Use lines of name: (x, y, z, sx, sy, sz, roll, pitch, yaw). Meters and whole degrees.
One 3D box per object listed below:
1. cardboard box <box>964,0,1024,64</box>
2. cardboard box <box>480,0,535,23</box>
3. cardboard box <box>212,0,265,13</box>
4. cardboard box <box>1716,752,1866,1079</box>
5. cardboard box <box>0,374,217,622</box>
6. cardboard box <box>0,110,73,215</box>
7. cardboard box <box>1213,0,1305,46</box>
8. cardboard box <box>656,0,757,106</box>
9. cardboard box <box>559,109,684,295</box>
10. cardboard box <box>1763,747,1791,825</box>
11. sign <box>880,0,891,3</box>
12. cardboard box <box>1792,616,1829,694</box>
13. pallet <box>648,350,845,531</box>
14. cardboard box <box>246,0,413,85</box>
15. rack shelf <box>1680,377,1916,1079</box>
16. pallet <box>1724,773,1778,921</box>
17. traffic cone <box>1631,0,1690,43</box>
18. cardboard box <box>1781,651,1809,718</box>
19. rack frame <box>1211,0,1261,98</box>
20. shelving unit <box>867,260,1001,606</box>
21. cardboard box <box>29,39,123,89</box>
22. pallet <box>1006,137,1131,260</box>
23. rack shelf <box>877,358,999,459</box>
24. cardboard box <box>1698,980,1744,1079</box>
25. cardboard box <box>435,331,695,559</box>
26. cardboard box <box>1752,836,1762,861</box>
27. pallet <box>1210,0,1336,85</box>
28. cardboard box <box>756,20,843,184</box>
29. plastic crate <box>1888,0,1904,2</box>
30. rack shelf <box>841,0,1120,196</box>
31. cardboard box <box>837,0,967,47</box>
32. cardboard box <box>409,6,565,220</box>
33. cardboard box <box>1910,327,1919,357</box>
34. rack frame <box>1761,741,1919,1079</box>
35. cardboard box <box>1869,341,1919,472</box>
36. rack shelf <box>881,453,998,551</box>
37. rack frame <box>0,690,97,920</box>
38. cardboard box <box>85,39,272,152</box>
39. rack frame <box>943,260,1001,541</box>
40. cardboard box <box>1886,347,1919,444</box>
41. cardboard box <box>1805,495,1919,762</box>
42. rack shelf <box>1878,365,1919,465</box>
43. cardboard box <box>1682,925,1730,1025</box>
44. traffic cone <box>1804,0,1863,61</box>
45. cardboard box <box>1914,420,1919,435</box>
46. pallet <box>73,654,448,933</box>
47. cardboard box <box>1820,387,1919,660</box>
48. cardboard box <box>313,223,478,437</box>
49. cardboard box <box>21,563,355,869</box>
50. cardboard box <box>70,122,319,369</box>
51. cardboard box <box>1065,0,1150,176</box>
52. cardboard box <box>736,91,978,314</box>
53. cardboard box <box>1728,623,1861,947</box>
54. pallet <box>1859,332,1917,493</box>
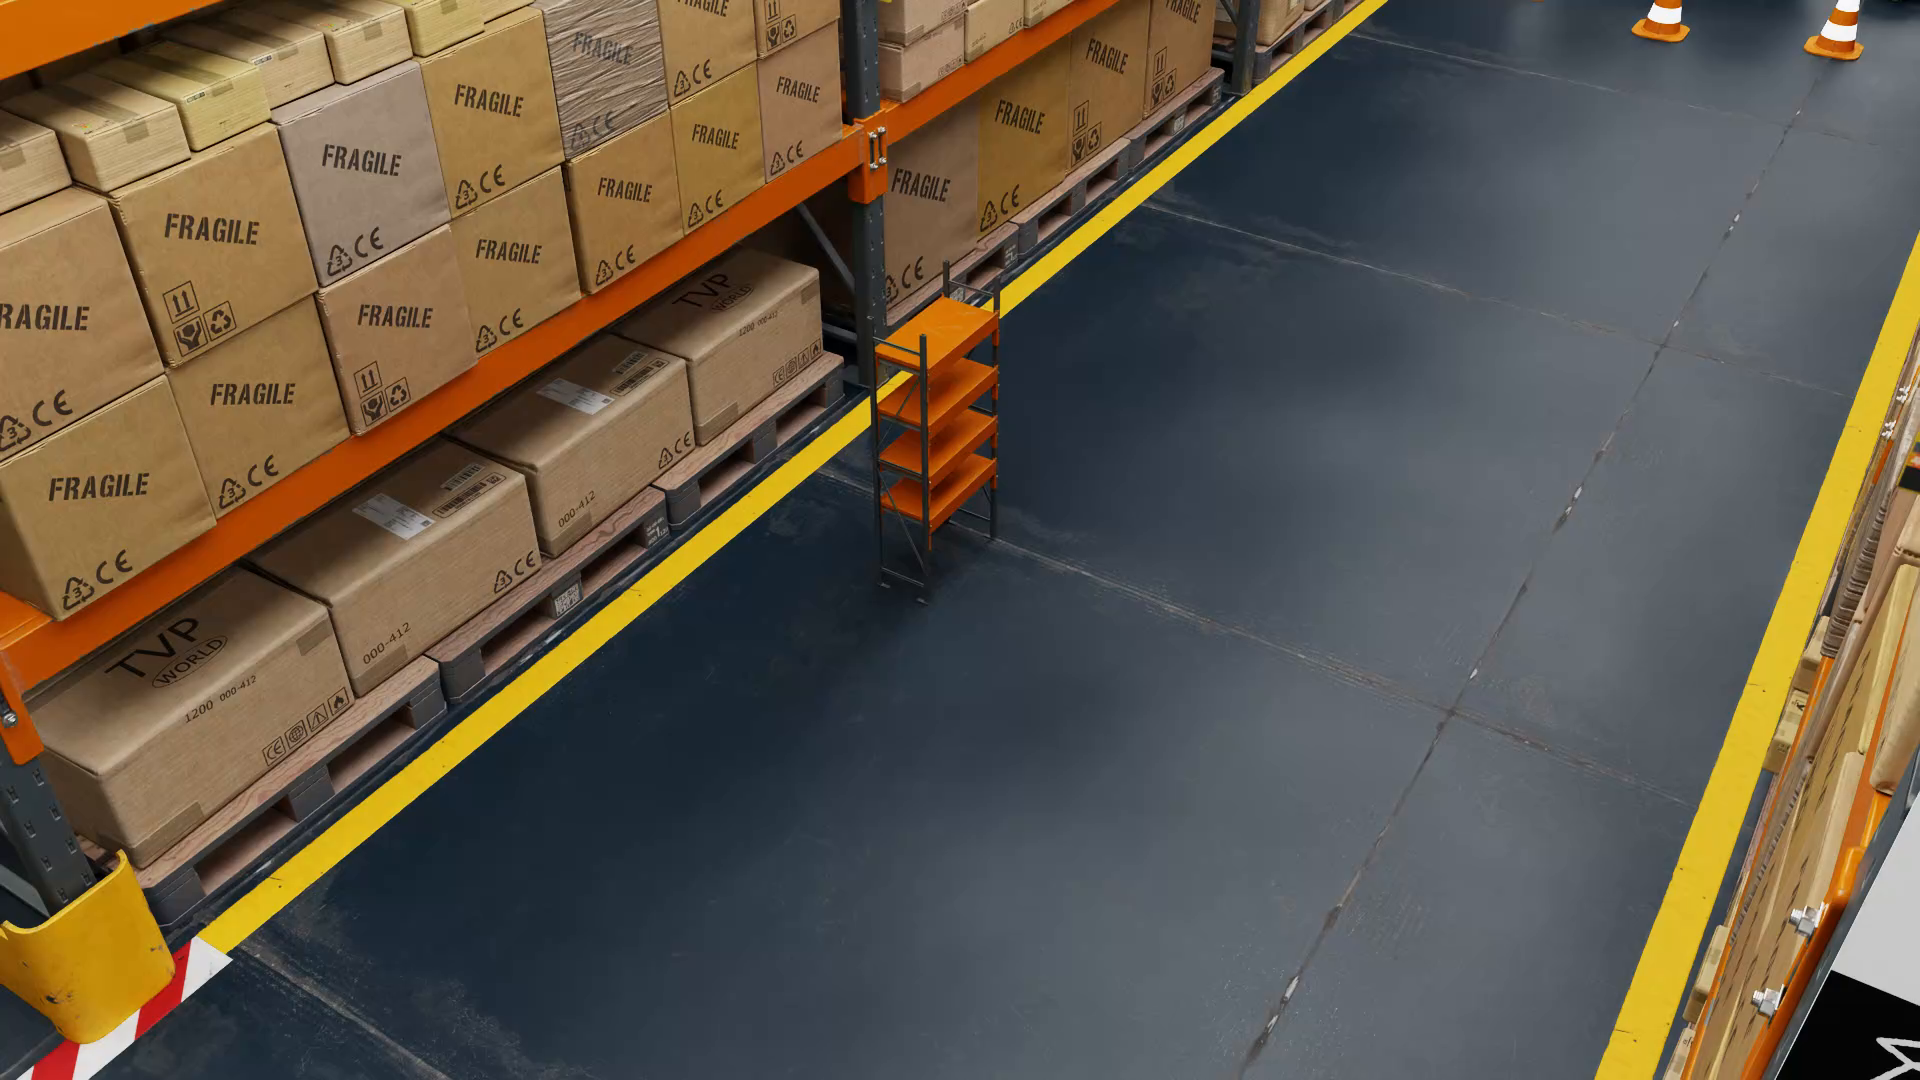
cardboard box: (-0.047, -2.406, 7.537, 0.500, 0.250, 0.500, 20, 42, 24)
cardboard box: (-1.536, -1.717, 5.088, 0.380, 0.149, 0.250, 21, 42, 25)
cardboard box: (-2.265, -1.614, 4.955, 0.380, 0.149, 0.250, 22, 43, 26)
cardboard box: (1.344, 0.701, 2.239, 0.500, 0.500, 0.500, 20, 42, 24)
cardboard box: (-2.426, -0.188, 4.456, 0.500, 0.500, 0.500, 21, 42, 25)
cardboard box: (-2.421, -0.939, 4.078, 0.380, 0.149, 0.250, 22, 43, 26)
cardboard box: (1.672, -3.533, 10.684, 0.950, 0.372, 0.625, 18, 41, 22)
cardboard box: (-1.080, -1.900, 5.857, 0.500, 0.500, 0.500, 21, 42, 24)
cardboard box: (-1.343, -1.243, 5.824, 0.500, 0.500, 0.500, 21, 42, 24)
cardboard box: (2.753, 0.838, 5.198, 0.380, 0.149, 0.250, 21, 42, 25)
sign: (-0.313, -2.251, 6.439, 0.100, 0.325, 0.005, 21, 42, 25)
cardboard box: (2.987, 0.437, 5.474, 0.380, 0.149, 0.250, 23, 43, 27)
pallet: (-1.256, -0.586, 7.338, 1.003, 0.211, 1.213, 21, 42, 25)
cardboard box: (-1.794, -1.444, 4.734, 0.380, 0.149, 0.250, 22, 43, 26)
rack shelf: (2.380, 0.826, 3.811, 1.077, 0.370, 4.000, 21, 42, 25)
pallet: (3.122, 0.972, 5.316, 1.003, 0.211, 1.213, 21, 42, 25)
traffic cone: (4.711, -3.603, 11.045, 0.336, 0.463, 0.334, 21, 42, 25)
cardboard box: (2.985, 0.555, 5.564, 0.380, 0.149, 0.250, 19, 42, 23)
rack frame: (1.361, -4.119, 9.637, 1.000, 3.000, 0.127, 21, 42, 25)
shelving unit: (-0.089, -0.390, 6.273, 0.258, 1.200, 0.503, 21, 42, 25)
cardboard box: (-2.549, -1.354, 4.617, 0.380, 0.149, 0.250, 22, 43, 26)
pallet: (0.221, -2.007, 9.180, 1.003, 0.211, 1.213, 21, 42, 25)
rack shelf: (-0.089, -0.514, 6.177, 0.258, 0.148, 0.480, 21, 42, 25)
cardboard box: (1.332, 1.099, 2.542, 0.500, 0.500, 0.500, 22, 43, 26)
cardboard box: (-1.688, -0.459, 6.643, 0.875, 0.438, 0.875, 20, 42, 24)
cardboard box: (2.475, 0.862, 4.678, 0.380, 0.149, 0.250, 22, 43, 26)
pallet: (1.781, -3.417, 11.010, 1.003, 0.211, 1.213, 21, 42, 25)
cardboard box: (-0.815, -1.774, 6.513, 0.500, 0.500, 0.500, 22, 43, 26)
plastic crate: (6.725, -4.042, 11.792, 0.662, 0.188, 0.450, -18, 51, -22)
rack shelf: (0.289, -2.803, 8.519, 1.077, 0.370, 4.000, 21, 42, 25)
cardboard box: (-0.308, -2.330, 7.030, 0.500, 0.250, 0.500, 20, 42, 24)
cardboard box: (-1.621, -1.379, 5.181, 0.500, 0.500, 0.500, 21, 42, 25)
cardboard box: (4.463, -0.921, 7.191, 0.500, 0.500, 0.500, 20, 42, 24)
rack frame: (1.309, 1.572, 2.254, 1.000, 3.000, 0.127, 21, 42, 25)
cardboard box: (3.911, -0.395, 6.509, 0.500, 0.500, 0.500, 20, 42, 24)
rack shelf: (-0.089, -0.179, 6.435, 0.258, 0.148, 0.480, 21, 42, 25)
rack frame: (-2.925, 0.005, 4.287, 1.000, 3.000, 0.127, 21, 42, 25)
cardboard box: (-2.059, -1.177, 4.387, 0.380, 0.149, 0.250, 20, 42, 24)
rack frame: (0.042, -0.516, 6.436, 0.240, 1.200, 0.015, 21, 42, 25)
cardboard box: (3.637, -0.430, 5.940, 0.500, 0.250, 0.500, 20, 42, 24)
cardboard box: (1.886, 0.169, 2.929, 0.500, 0.500, 0.500, 23, 43, 27)
rack shelf: (4.523, -1.236, 6.486, 1.077, 0.370, 4.000, 21, 42, 25)
cardboard box: (2.171, 1.235, 4.439, 0.380, 0.149, 0.250, 22, 43, 26)
traffic cone: (5.744, -3.412, 10.797, 0.336, 0.463, 0.334, 21, 42, 25)
cardboard box: (2.443, -0.369, 3.627, 0.500, 0.500, 0.500, 22, 43, 26)
pallet: (-2.563, 0.671, 5.706, 1.003, 0.211, 1.213, 21, 42, 25)
cardboard box: (2.414, 0.031, 3.928, 0.500, 0.500, 0.500, 20, 42, 24)
cardboard box: (-1.890, -0.715, 5.138, 0.500, 0.500, 0.500, 21, 42, 25)
cardboard box: (-2.656, 0.480, 5.425, 0.875, 0.438, 0.875, 20, 42, 24)
cardboard box: (-2.157, -0.854, 4.500, 0.500, 0.500, 0.500, 20, 42, 24)
cardboard box: (0.439, -2.657, 9.136, 0.875, 0.875, 0.875, 22, 43, 26)
cardboard box: (-0.517, -1.728, 7.931, 0.875, 0.875, 0.875, 23, 43, 26)
cardboard box: (1.876, 0.570, 3.228, 0.500, 0.500, 0.500, 21, 42, 25)
pallet: (4.520, -0.419, 7.121, 1.003, 0.211, 1.213, 21, 42, 25)
